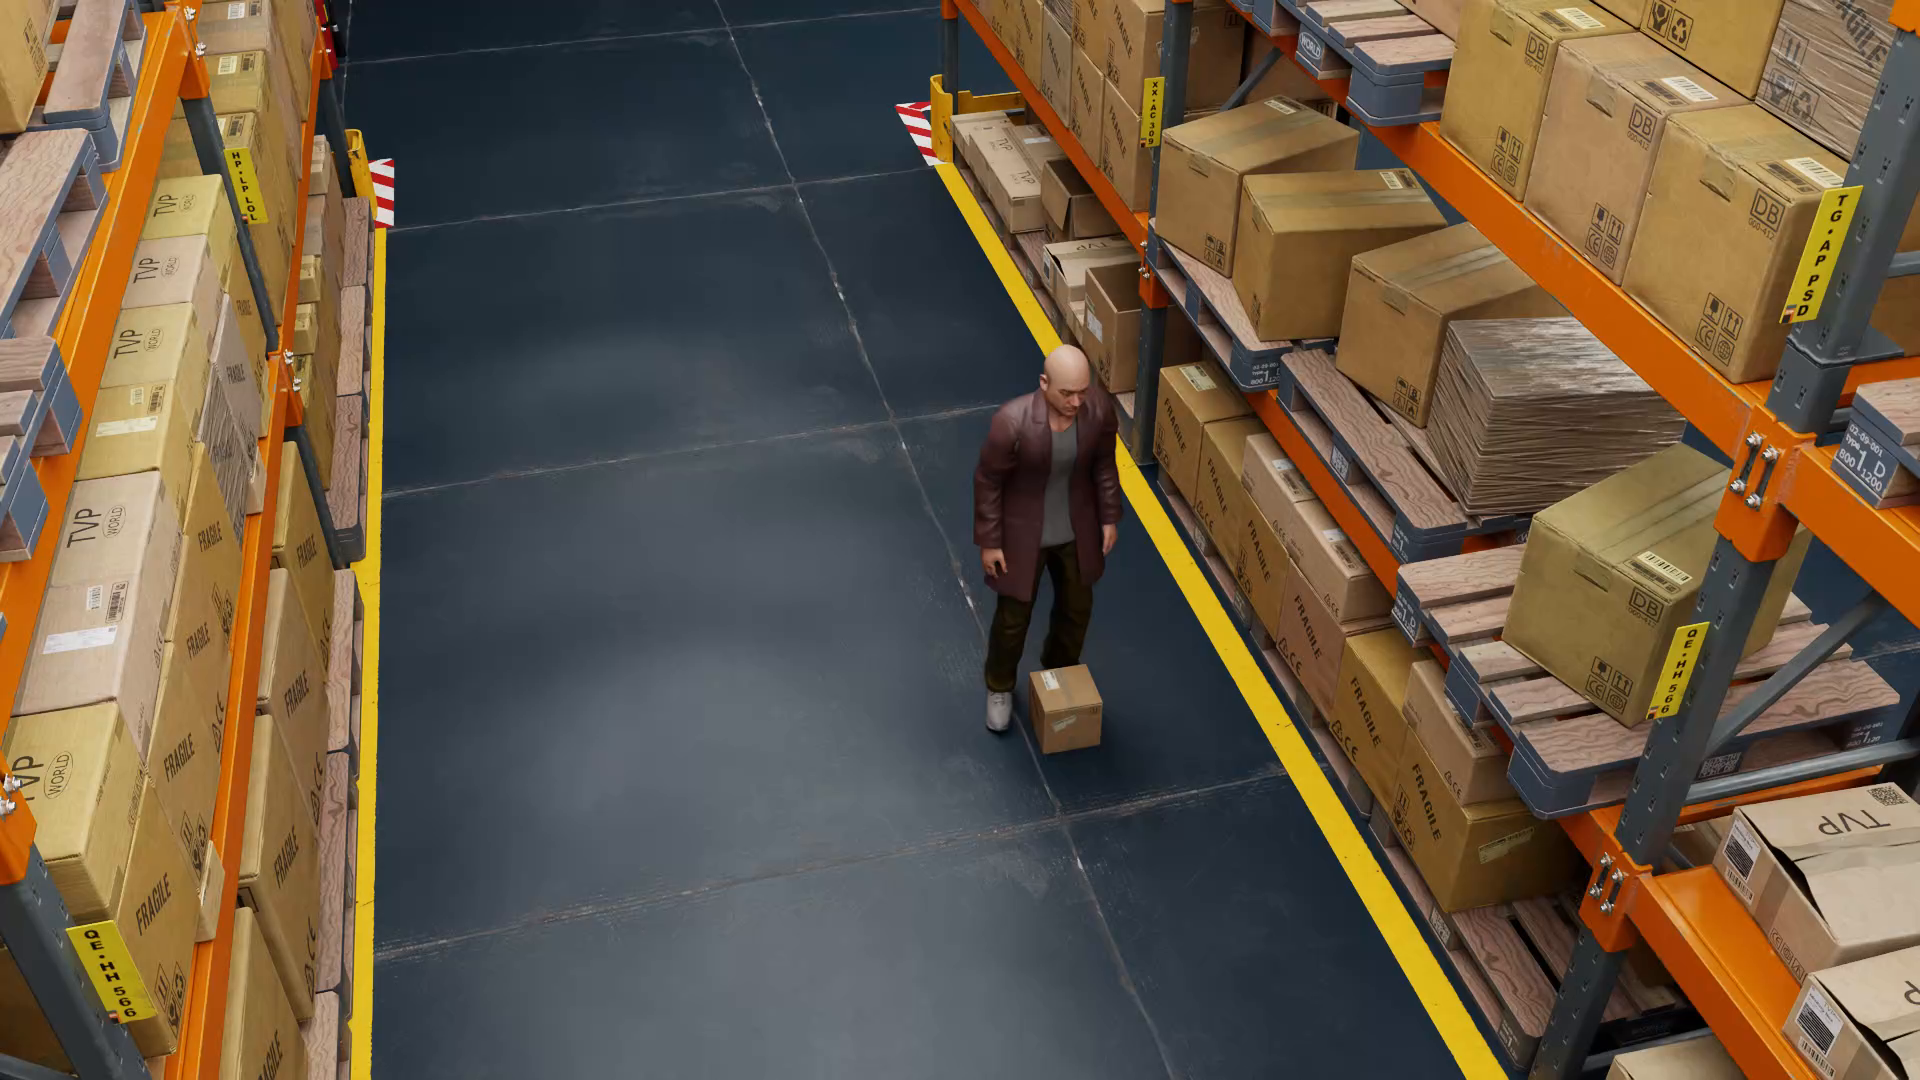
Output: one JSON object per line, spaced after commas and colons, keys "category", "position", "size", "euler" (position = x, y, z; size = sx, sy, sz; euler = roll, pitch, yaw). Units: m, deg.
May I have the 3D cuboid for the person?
{"category": "person", "position": [0.363, -0.031, 6.768], "size": [0.648, 1.772, 0.433], "euler": [-12, 39, -15]}
